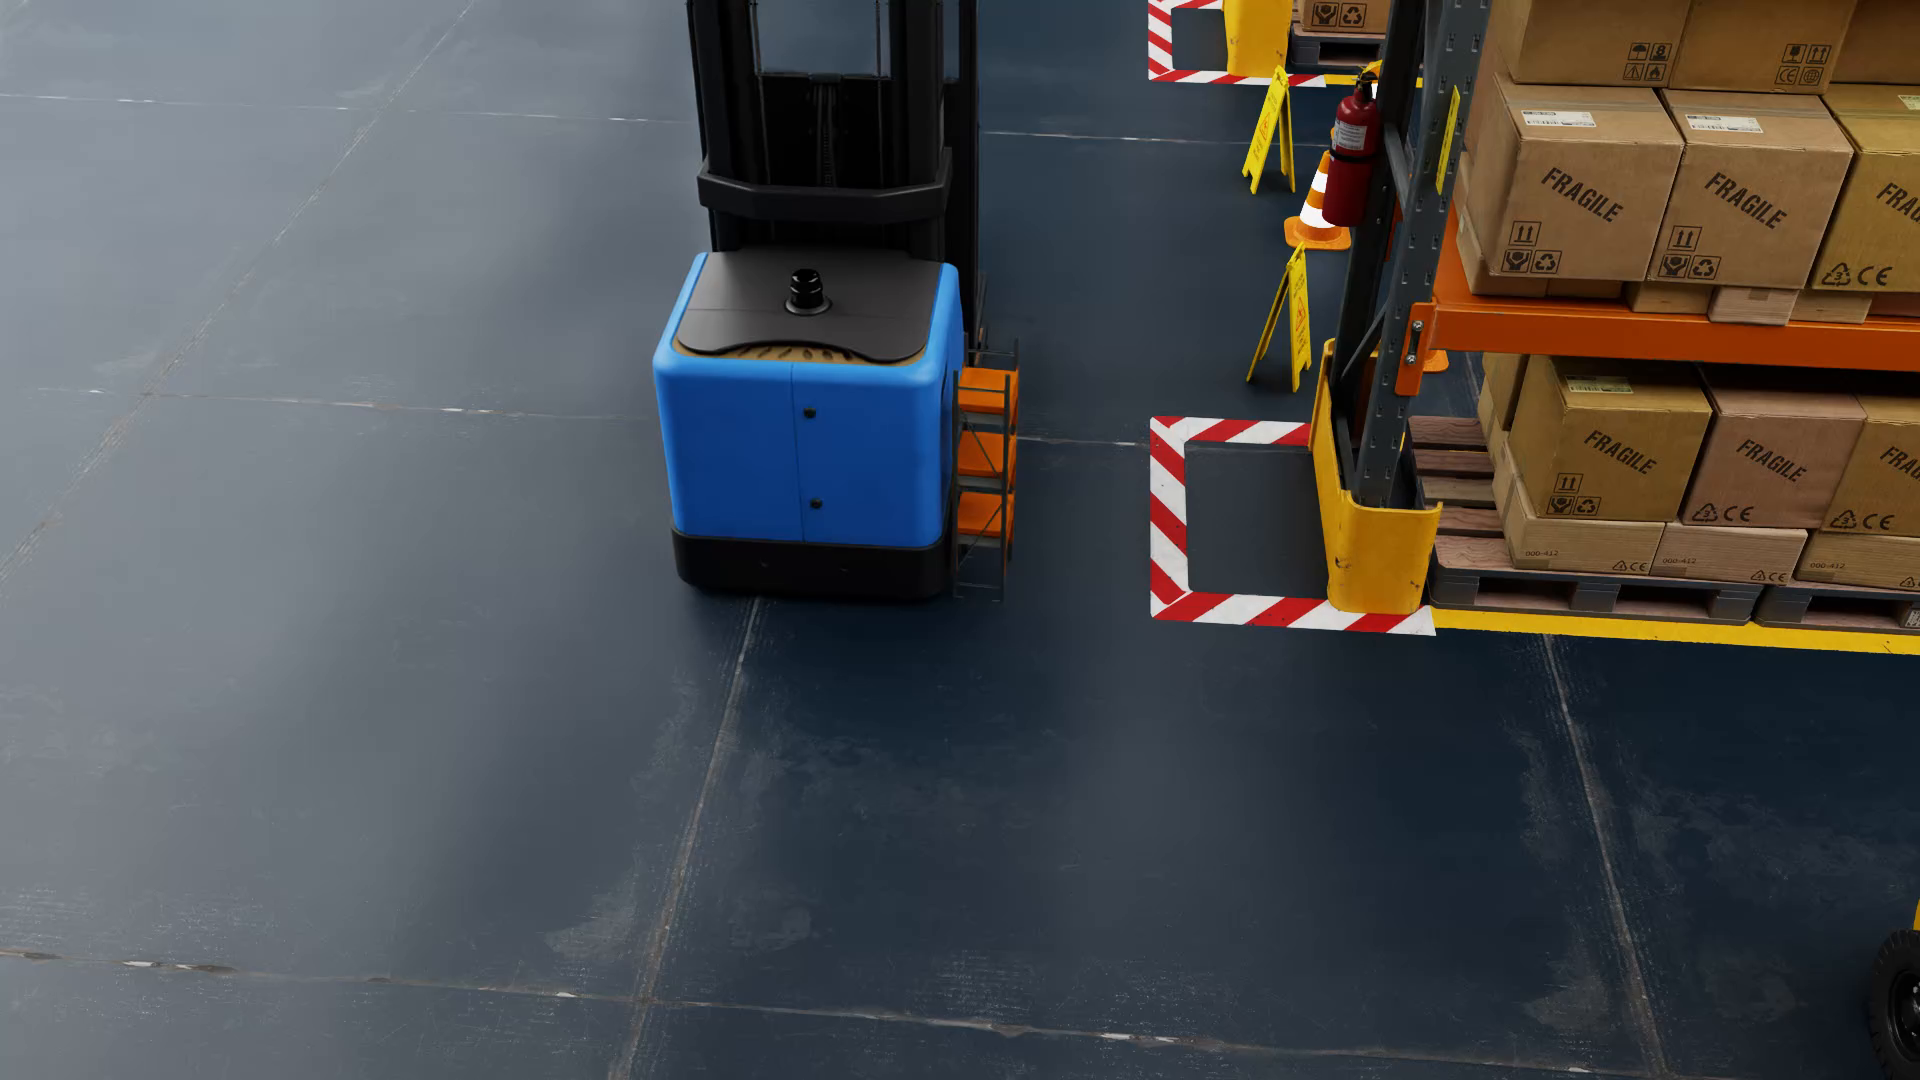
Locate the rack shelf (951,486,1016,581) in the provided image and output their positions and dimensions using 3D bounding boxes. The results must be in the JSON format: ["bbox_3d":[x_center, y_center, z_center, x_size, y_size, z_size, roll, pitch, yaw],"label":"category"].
[{"bbox_3d":[0.090,-0.028,6.379,0.215,0.259,0.240,6,40,7],"label":"rack shelf"}]

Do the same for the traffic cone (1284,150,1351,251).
[{"bbox_3d":[1.864,-1.773,8.533,0.334,0.463,0.336,3,39,4],"label":"traffic cone"}]

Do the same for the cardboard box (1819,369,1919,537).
[{"bbox_3d":[3.392,-0.363,6.042,0.500,0.500,0.500,4,39,5],"label":"cardboard box"}]

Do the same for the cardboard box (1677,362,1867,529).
[{"bbox_3d":[2.892,-0.395,6.082,0.500,0.500,0.500,2,39,2],"label":"cardboard box"}]

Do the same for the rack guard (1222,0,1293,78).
[{"bbox_3d":[1.870,-3.403,10.506,0.348,0.500,1.175,3,39,4],"label":"rack guard"}]

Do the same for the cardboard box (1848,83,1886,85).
[{"bbox_3d":[3.129,-1.491,5.862,0.500,0.500,0.500,3,39,4],"label":"cardboard box"}]

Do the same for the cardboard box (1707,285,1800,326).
[{"bbox_3d":[2.647,-0.893,5.642,0.250,0.149,0.380,4,39,5],"label":"cardboard box"}]

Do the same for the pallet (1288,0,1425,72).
[{"bbox_3d":[2.697,-3.295,10.602,1.213,0.211,1.003,3,39,4],"label":"pallet"}]

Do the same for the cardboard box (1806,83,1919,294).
[{"bbox_3d":[3.040,-1.153,5.447,0.500,0.500,0.500,2,39,3],"label":"cardboard box"}]

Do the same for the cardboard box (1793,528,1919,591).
[{"bbox_3d":[3.400,-0.077,6.285,0.500,0.250,0.500,6,39,7],"label":"cardboard box"}]

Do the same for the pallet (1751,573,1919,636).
[{"bbox_3d":[3.662,-0.032,6.594,1.213,0.211,1.003,3,39,4],"label":"pallet"}]

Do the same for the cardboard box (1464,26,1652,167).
[{"bbox_3d":[2.132,-1.550,5.935,0.500,0.500,0.500,2,39,3],"label":"cardboard box"}]

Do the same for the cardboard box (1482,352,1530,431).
[{"bbox_3d":[2.388,-0.760,6.530,0.500,0.500,0.500,3,39,4],"label":"cardboard box"}]

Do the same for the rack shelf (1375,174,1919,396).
[{"bbox_3d":[3.560,-0.864,5.977,4.000,0.370,1.077,3,39,4],"label":"rack shelf"}]

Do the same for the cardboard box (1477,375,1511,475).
[{"bbox_3d":[2.420,-0.473,6.771,0.500,0.250,0.500,3,39,4],"label":"cardboard box"}]

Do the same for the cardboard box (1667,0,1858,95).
[{"bbox_3d":[2.599,-1.872,5.537,0.500,0.500,0.700,3,39,4],"label":"cardboard box"}]

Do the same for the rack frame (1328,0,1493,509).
[{"bbox_3d":[1.568,-1.252,5.884,0.127,3.000,1.000,3,39,4],"label":"rack frame"}]

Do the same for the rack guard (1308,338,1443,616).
[{"bbox_3d":[1.643,-0.279,6.668,0.348,0.500,1.175,3,39,4],"label":"rack guard"}]

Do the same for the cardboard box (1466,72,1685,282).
[{"bbox_3d":[2.016,-1.206,5.512,0.500,0.500,0.500,3,39,3],"label":"cardboard box"}]

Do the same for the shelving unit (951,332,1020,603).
[{"bbox_3d":[0.091,-0.251,6.196,0.215,1.050,0.252,6,40,7],"label":"shelving unit"}]

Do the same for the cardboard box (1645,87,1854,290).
[{"bbox_3d":[2.532,-1.180,5.480,0.500,0.500,0.500,4,39,5],"label":"cardboard box"}]

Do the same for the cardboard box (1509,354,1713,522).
[{"bbox_3d":[2.371,-0.421,6.114,0.500,0.500,0.500,2,39,2],"label":"cardboard box"}]

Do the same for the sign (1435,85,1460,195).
[{"bbox_3d":[1.521,-1.247,5.191,0.005,0.325,0.100,3,39,4],"label":"sign"}]

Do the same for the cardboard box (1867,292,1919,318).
[{"bbox_3d":[3.176,-0.924,5.679,0.250,0.149,0.380,4,39,5],"label":"cardboard box"}]

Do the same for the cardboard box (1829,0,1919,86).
[{"bbox_3d":[3.116,-1.908,5.583,0.500,0.500,0.700,3,39,3],"label":"cardboard box"}]

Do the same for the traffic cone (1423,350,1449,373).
[{"bbox_3d":[2.107,-1.056,7.653,0.334,0.463,0.336,3,39,4],"label":"traffic cone"}]

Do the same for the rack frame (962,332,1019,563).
[{"bbox_3d":[0.110,-0.327,6.290,0.200,1.050,0.008,6,40,7],"label":"rack frame"}]

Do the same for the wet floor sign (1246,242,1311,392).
[{"bbox_3d":[1.471,-1.023,7.466,0.232,0.644,0.267,16,42,19],"label":"wet floor sign"}]

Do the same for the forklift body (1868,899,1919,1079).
[{"bbox_3d":[3.190,1.155,3.599,1.214,2.155,2.313,3,39,4],"label":"forklift body"}]

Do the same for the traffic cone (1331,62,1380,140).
[{"bbox_3d":[2.301,-2.465,9.383,0.334,0.463,0.336,3,39,4],"label":"traffic cone"}]

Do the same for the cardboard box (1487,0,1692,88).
[{"bbox_3d":[2.095,-1.904,5.577,0.500,0.500,0.700,2,39,3],"label":"cardboard box"}]

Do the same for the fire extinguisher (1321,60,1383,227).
[{"bbox_3d":[1.493,-1.518,6.272,0.183,0.674,0.296,3,39,4],"label":"fire extinguisher"}]

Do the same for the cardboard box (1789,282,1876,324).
[{"bbox_3d":[2.908,-0.900,5.650,0.250,0.149,0.380,4,39,5],"label":"cardboard box"}]

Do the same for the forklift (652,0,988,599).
[{"bbox_3d":[-0.453,-1.833,6.651,1.130,2.935,3.031,3,39,4],"label":"forklift"}]

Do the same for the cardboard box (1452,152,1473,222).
[{"bbox_3d":[1.959,-1.269,6.103,0.250,0.149,0.380,4,39,5],"label":"cardboard box"}]

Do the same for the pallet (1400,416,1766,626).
[{"bbox_3d":[2.450,-0.100,6.677,1.213,0.211,1.003,3,39,4],"label":"pallet"}]

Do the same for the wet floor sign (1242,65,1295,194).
[{"bbox_3d":[1.694,-2.214,8.931,0.232,0.644,0.267,-3,39,-4],"label":"wet floor sign"}]

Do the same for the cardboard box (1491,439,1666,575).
[{"bbox_3d":[2.347,-0.131,6.352,0.500,0.250,0.500,3,39,3],"label":"cardboard box"}]

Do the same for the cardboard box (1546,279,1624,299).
[{"bbox_3d":[2.141,-1.002,5.775,0.250,0.149,0.380,4,39,5],"label":"cardboard box"}]

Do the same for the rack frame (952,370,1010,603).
[{"bbox_3d":[0.073,-0.175,6.103,0.200,1.050,0.008,6,40,7],"label":"rack frame"}]

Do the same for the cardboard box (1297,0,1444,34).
[{"bbox_3d":[2.575,-3.715,10.259,0.875,0.875,0.875,3,39,4],"label":"cardboard box"}]

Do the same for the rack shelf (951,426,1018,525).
[{"bbox_3d":[0.091,-0.243,6.203,0.215,0.259,0.240,6,40,7],"label":"rack shelf"}]

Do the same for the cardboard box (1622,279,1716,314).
[{"bbox_3d":[2.398,-0.936,5.694,0.250,0.149,0.380,2,39,2],"label":"cardboard box"}]

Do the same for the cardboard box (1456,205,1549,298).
[{"bbox_3d":[1.888,-1.006,5.780,0.250,0.149,0.380,3,39,4],"label":"cardboard box"}]

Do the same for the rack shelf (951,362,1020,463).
[{"bbox_3d":[0.093,-0.462,6.023,0.215,0.259,0.240,6,40,7],"label":"rack shelf"}]

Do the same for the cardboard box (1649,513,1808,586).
[{"bbox_3d":[2.855,-0.098,6.312,0.500,0.250,0.500,4,39,5],"label":"cardboard box"}]
